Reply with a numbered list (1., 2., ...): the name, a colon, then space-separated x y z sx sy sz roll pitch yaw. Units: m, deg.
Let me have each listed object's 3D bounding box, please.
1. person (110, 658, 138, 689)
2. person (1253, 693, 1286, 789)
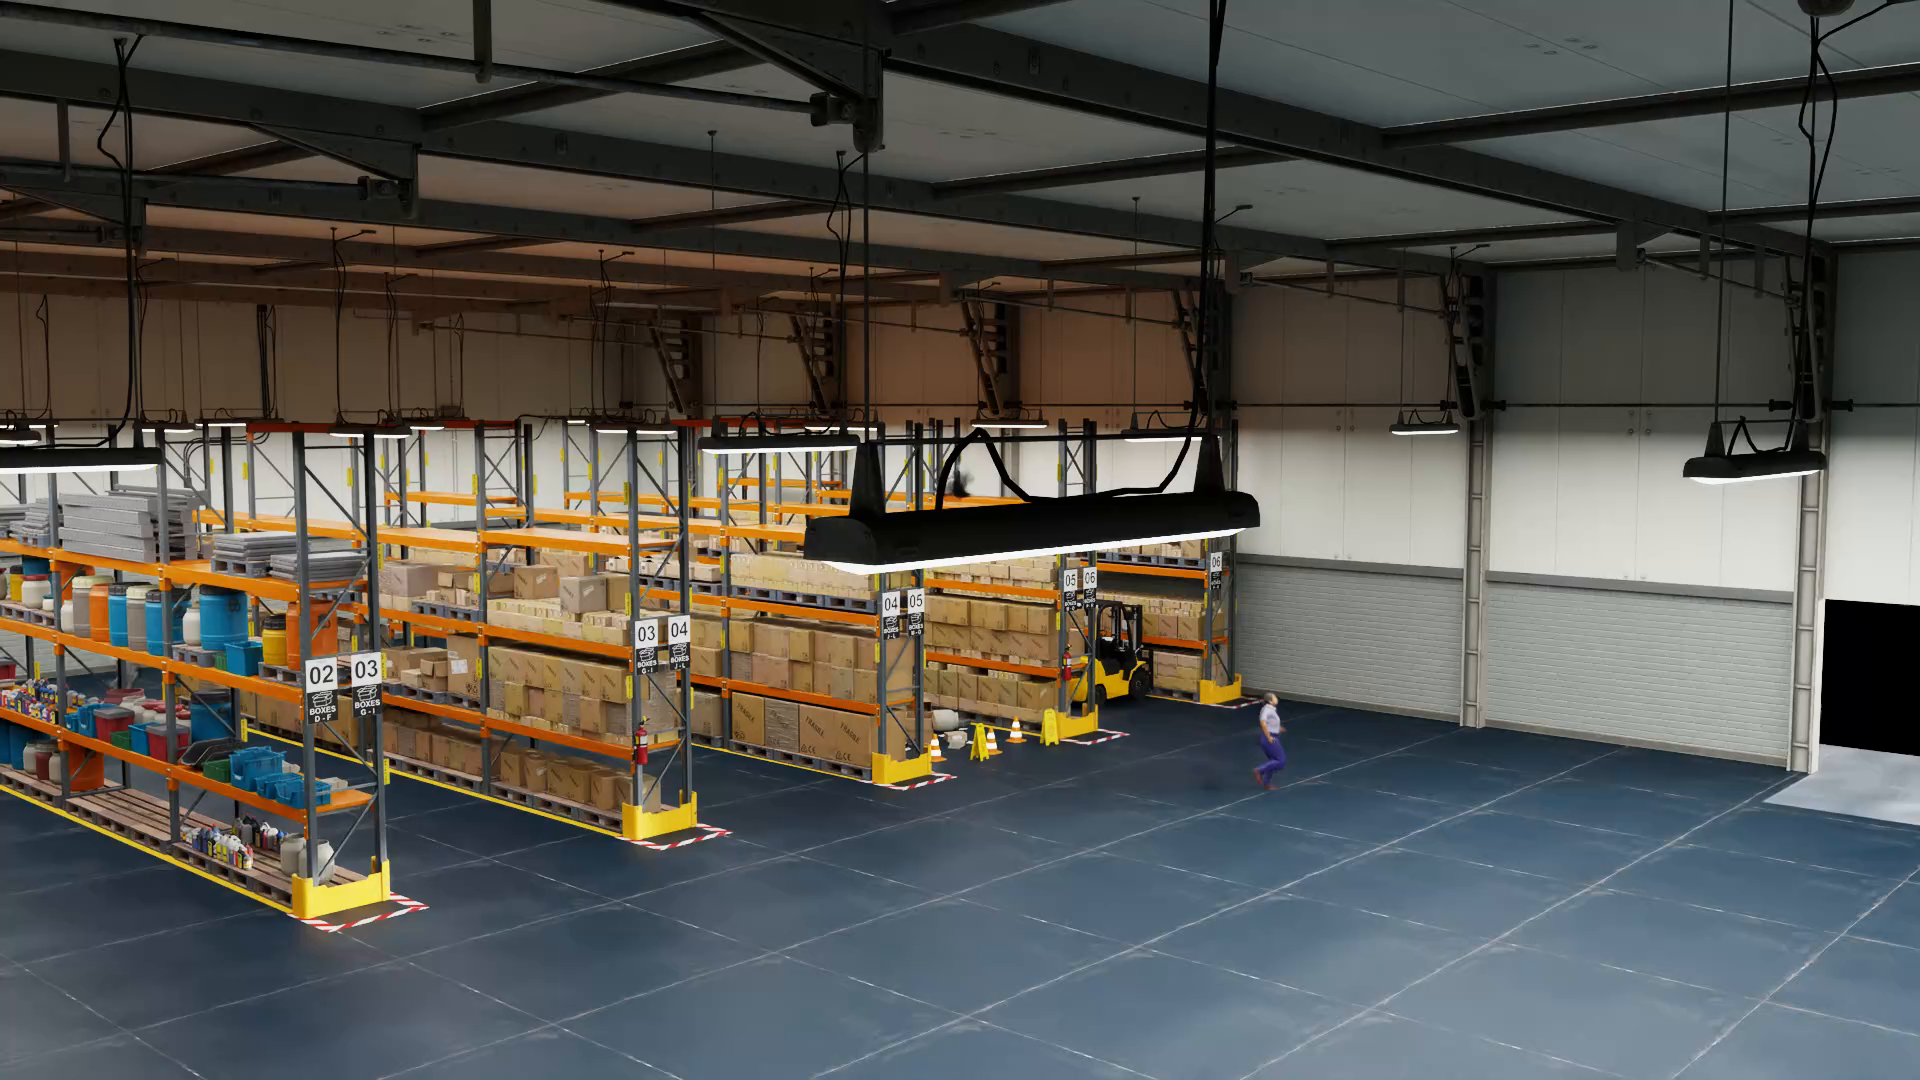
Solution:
1. person: -17.976 2.546 35.786 0.604 1.722 0.656 -2 5 -25
2. person: 5.083 3.305 27.316 0.559 1.612 0.634 0 5 3
